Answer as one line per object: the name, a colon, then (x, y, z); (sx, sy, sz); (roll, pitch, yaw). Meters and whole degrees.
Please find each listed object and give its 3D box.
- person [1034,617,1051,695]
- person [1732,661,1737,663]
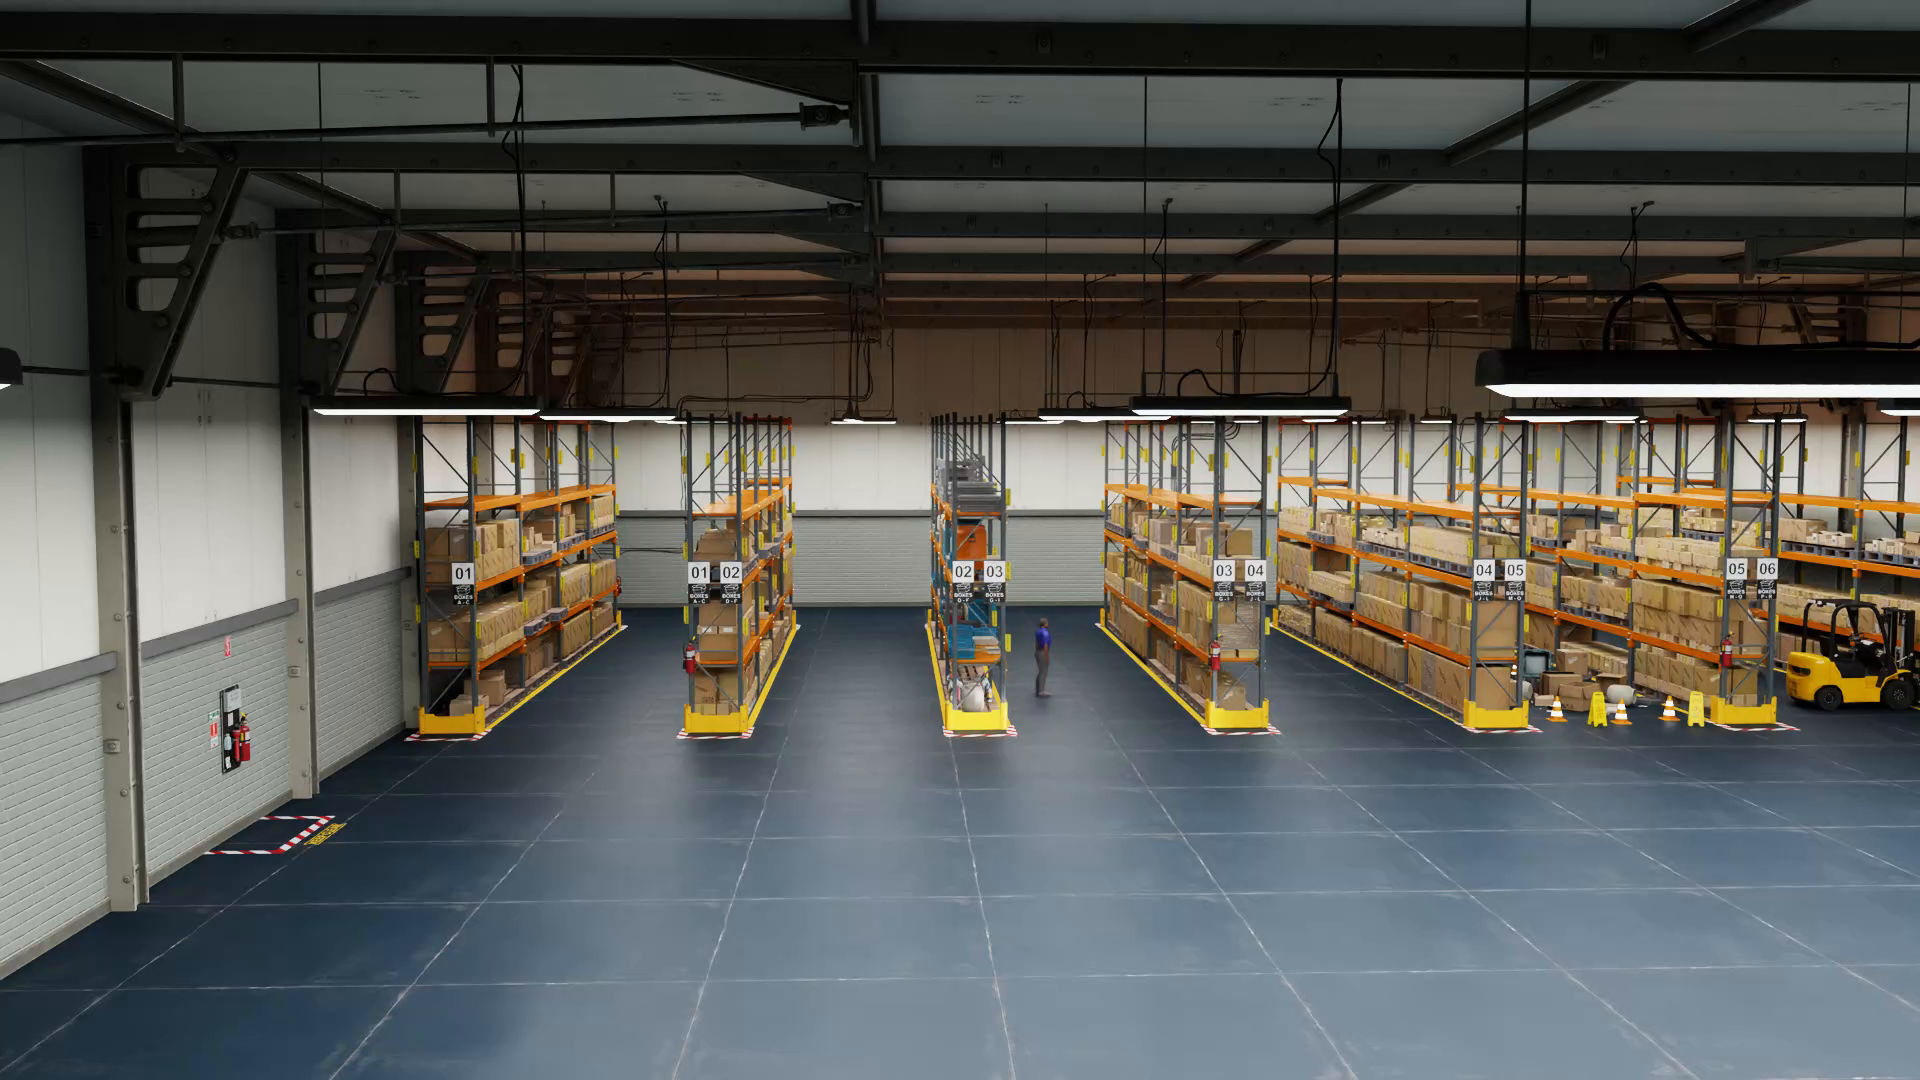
person: (1.798, 2.505, 35.531); (0.376, 1.707, 0.519); (-1, 4, -20)
person: (18.105, 2.187, 39.086); (0.605, 1.815, 0.589); (-1, 4, -17)
